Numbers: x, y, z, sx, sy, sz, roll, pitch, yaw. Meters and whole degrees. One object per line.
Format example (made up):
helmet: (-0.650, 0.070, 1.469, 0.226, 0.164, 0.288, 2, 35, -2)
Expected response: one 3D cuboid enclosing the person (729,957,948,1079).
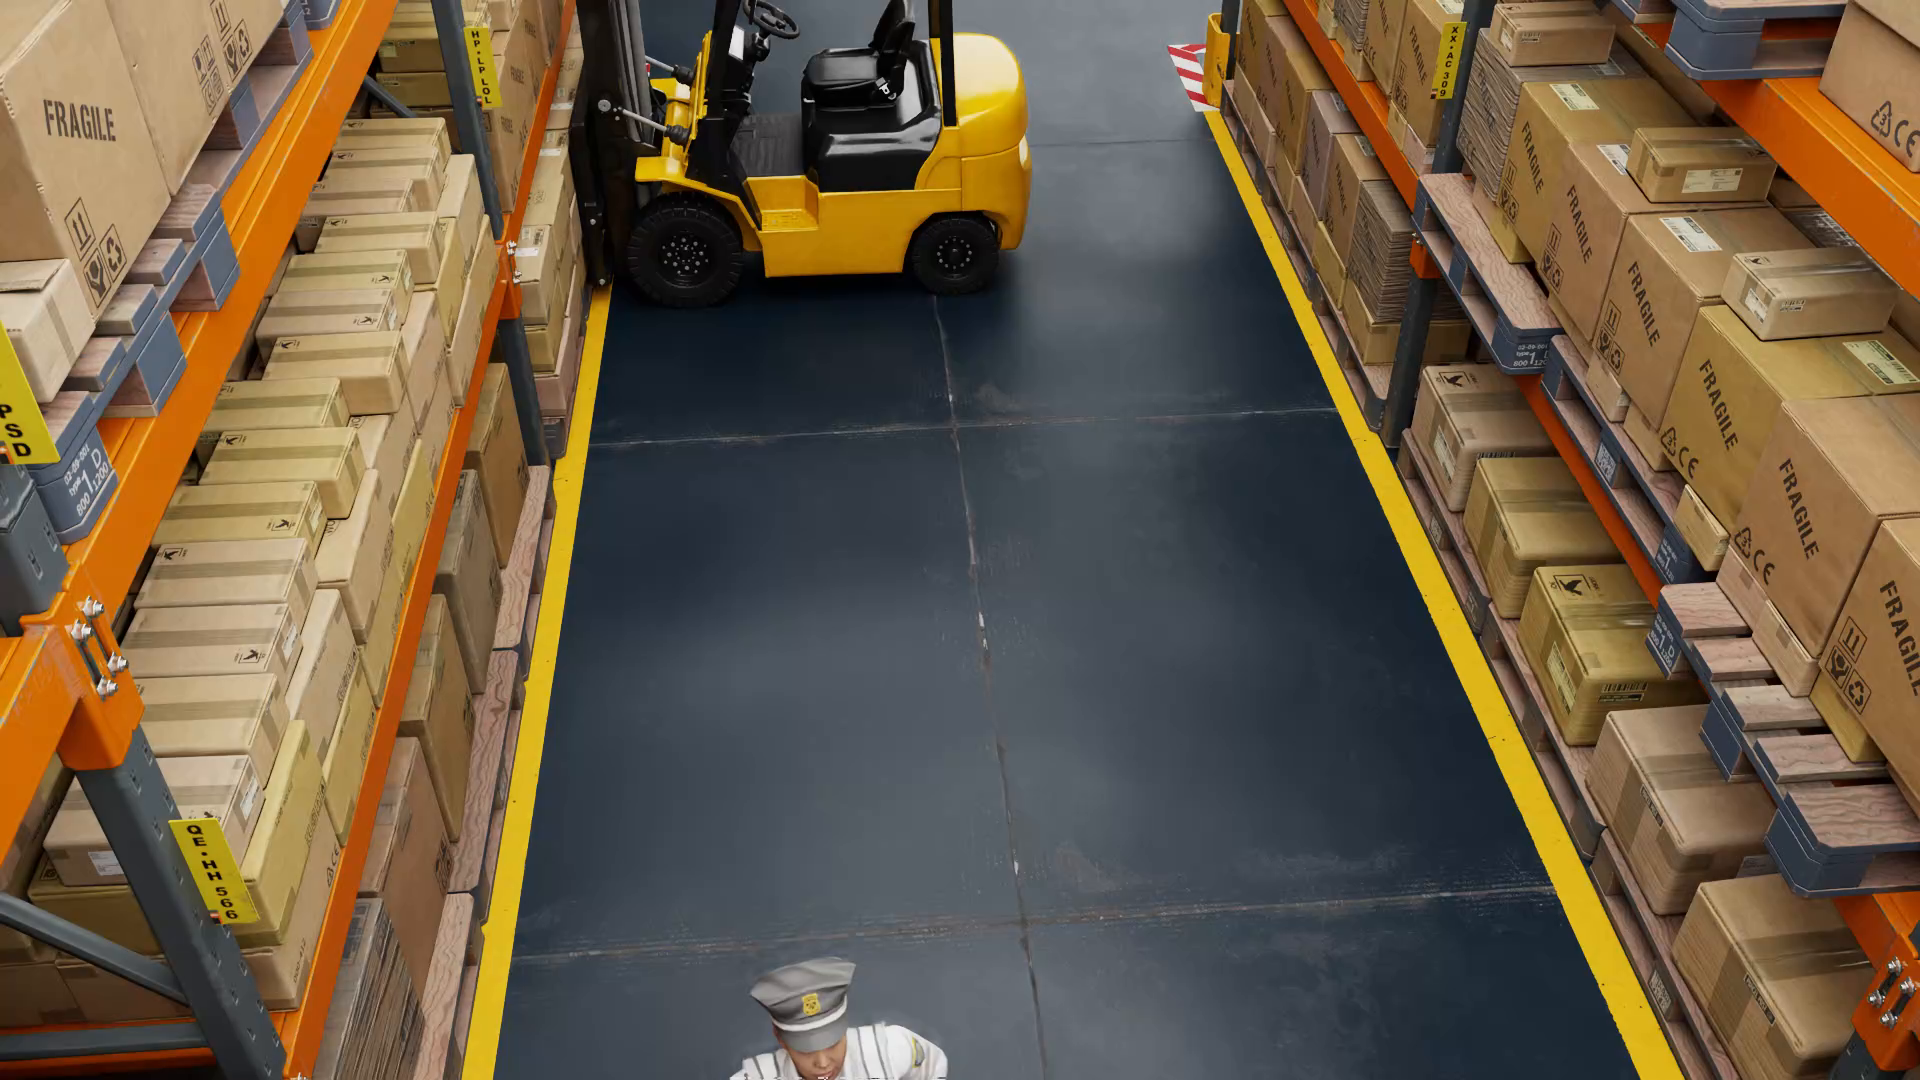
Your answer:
person: (-0.285, 1.664, 4.111, 0.631, 1.665, 0.682, -10, 40, -12)
